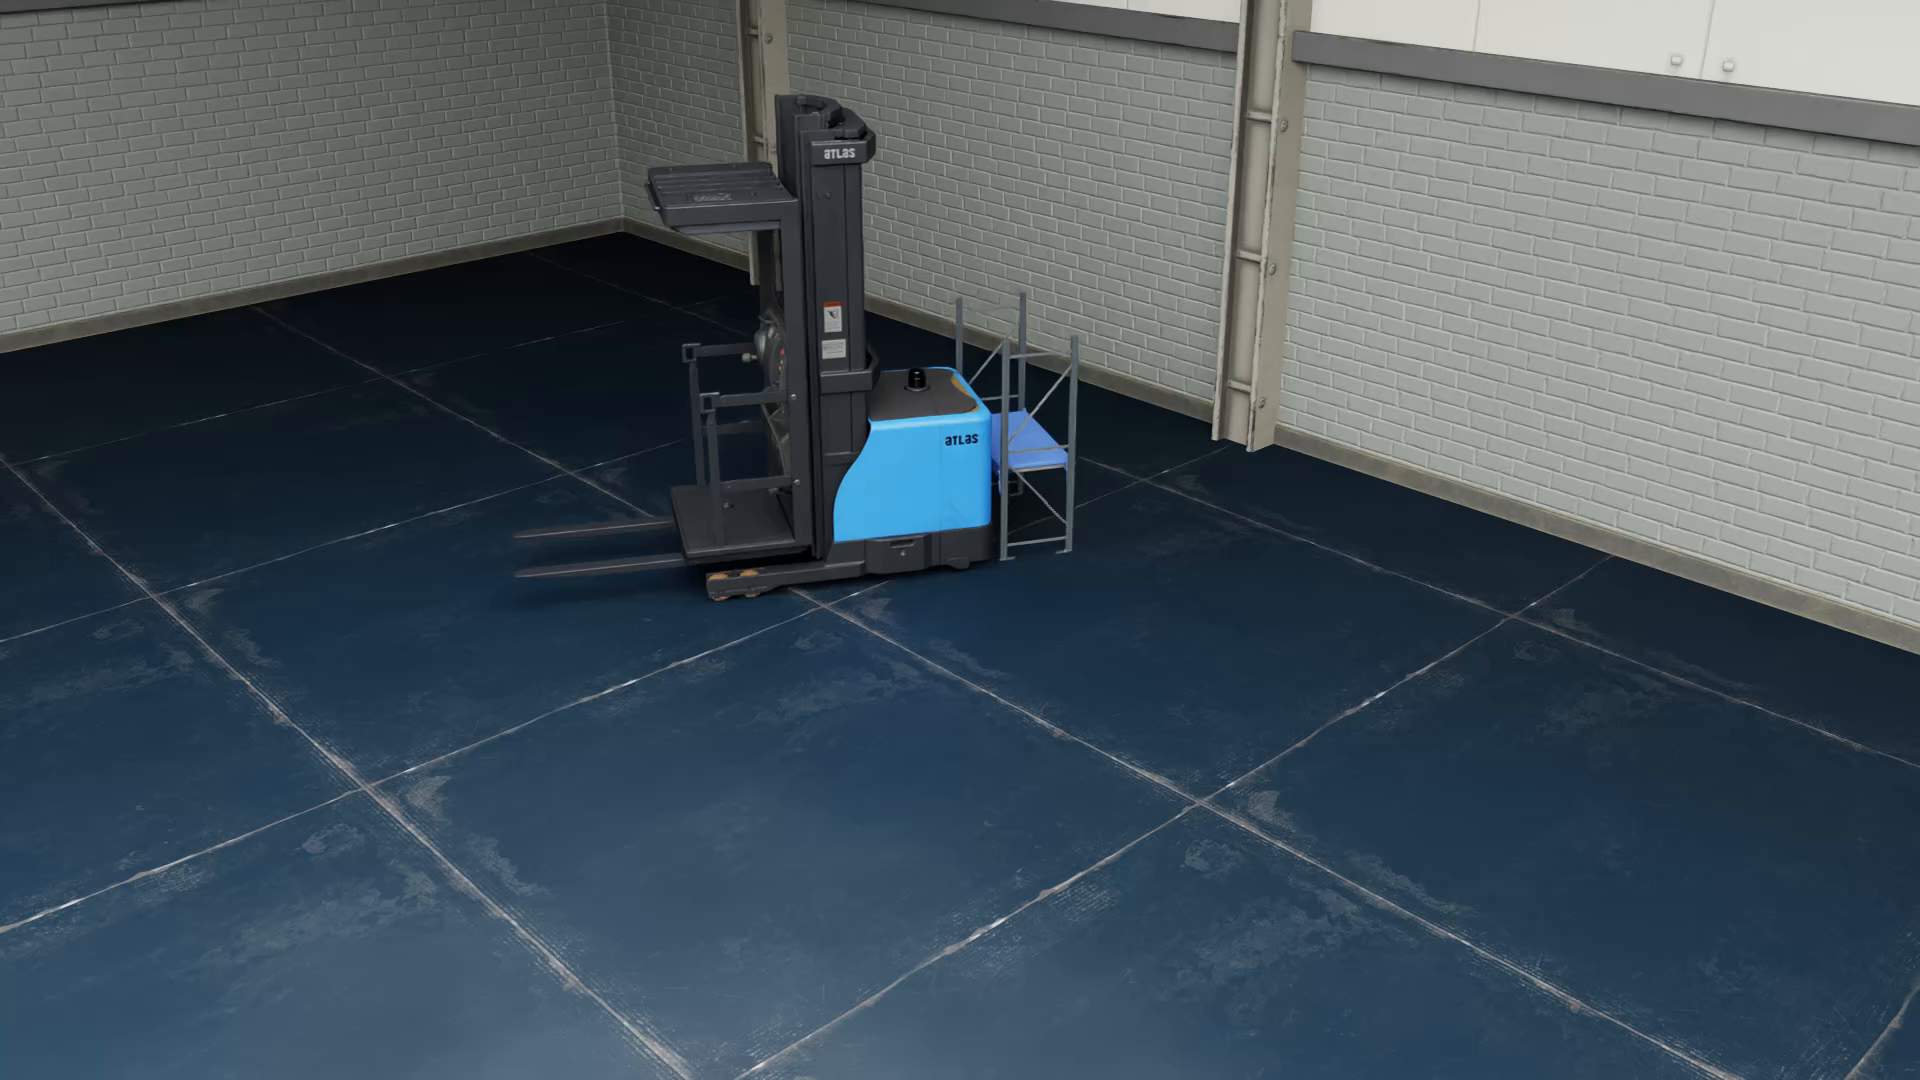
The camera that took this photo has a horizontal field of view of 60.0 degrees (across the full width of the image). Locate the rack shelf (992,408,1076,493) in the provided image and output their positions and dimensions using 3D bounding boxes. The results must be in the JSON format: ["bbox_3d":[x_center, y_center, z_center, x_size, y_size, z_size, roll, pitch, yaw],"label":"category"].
[{"bbox_3d":[0.359,-0.618,11.230,0.538,0.185,1.000,-7,25,-15],"label":"rack shelf"}]

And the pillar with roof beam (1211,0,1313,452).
[{"bbox_3d":[-0.936,-3.647,8.402,9.100,9.000,0.400,-21,32,-38],"label":"pillar with roof beam"}]

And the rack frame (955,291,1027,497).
[{"bbox_3d":[0.212,-0.984,11.599,0.500,1.500,0.032,-7,25,-15],"label":"rack frame"}]

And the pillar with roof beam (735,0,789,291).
[{"bbox_3d":[-5.037,-5.465,12.387,9.100,9.000,0.400,-21,32,-38],"label":"pillar with roof beam"}]

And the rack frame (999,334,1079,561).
[{"bbox_3d":[0.505,-0.579,10.713,0.500,1.500,0.032,-7,25,-15],"label":"rack frame"}]

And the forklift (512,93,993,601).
[{"bbox_3d":[-1.358,-1.197,10.343,3.031,2.935,1.130,-6,25,-13],"label":"forklift"}]

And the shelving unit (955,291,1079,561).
[{"bbox_3d":[0.359,-0.781,11.156,0.538,1.500,1.048,-7,25,-15],"label":"shelving unit"}]
